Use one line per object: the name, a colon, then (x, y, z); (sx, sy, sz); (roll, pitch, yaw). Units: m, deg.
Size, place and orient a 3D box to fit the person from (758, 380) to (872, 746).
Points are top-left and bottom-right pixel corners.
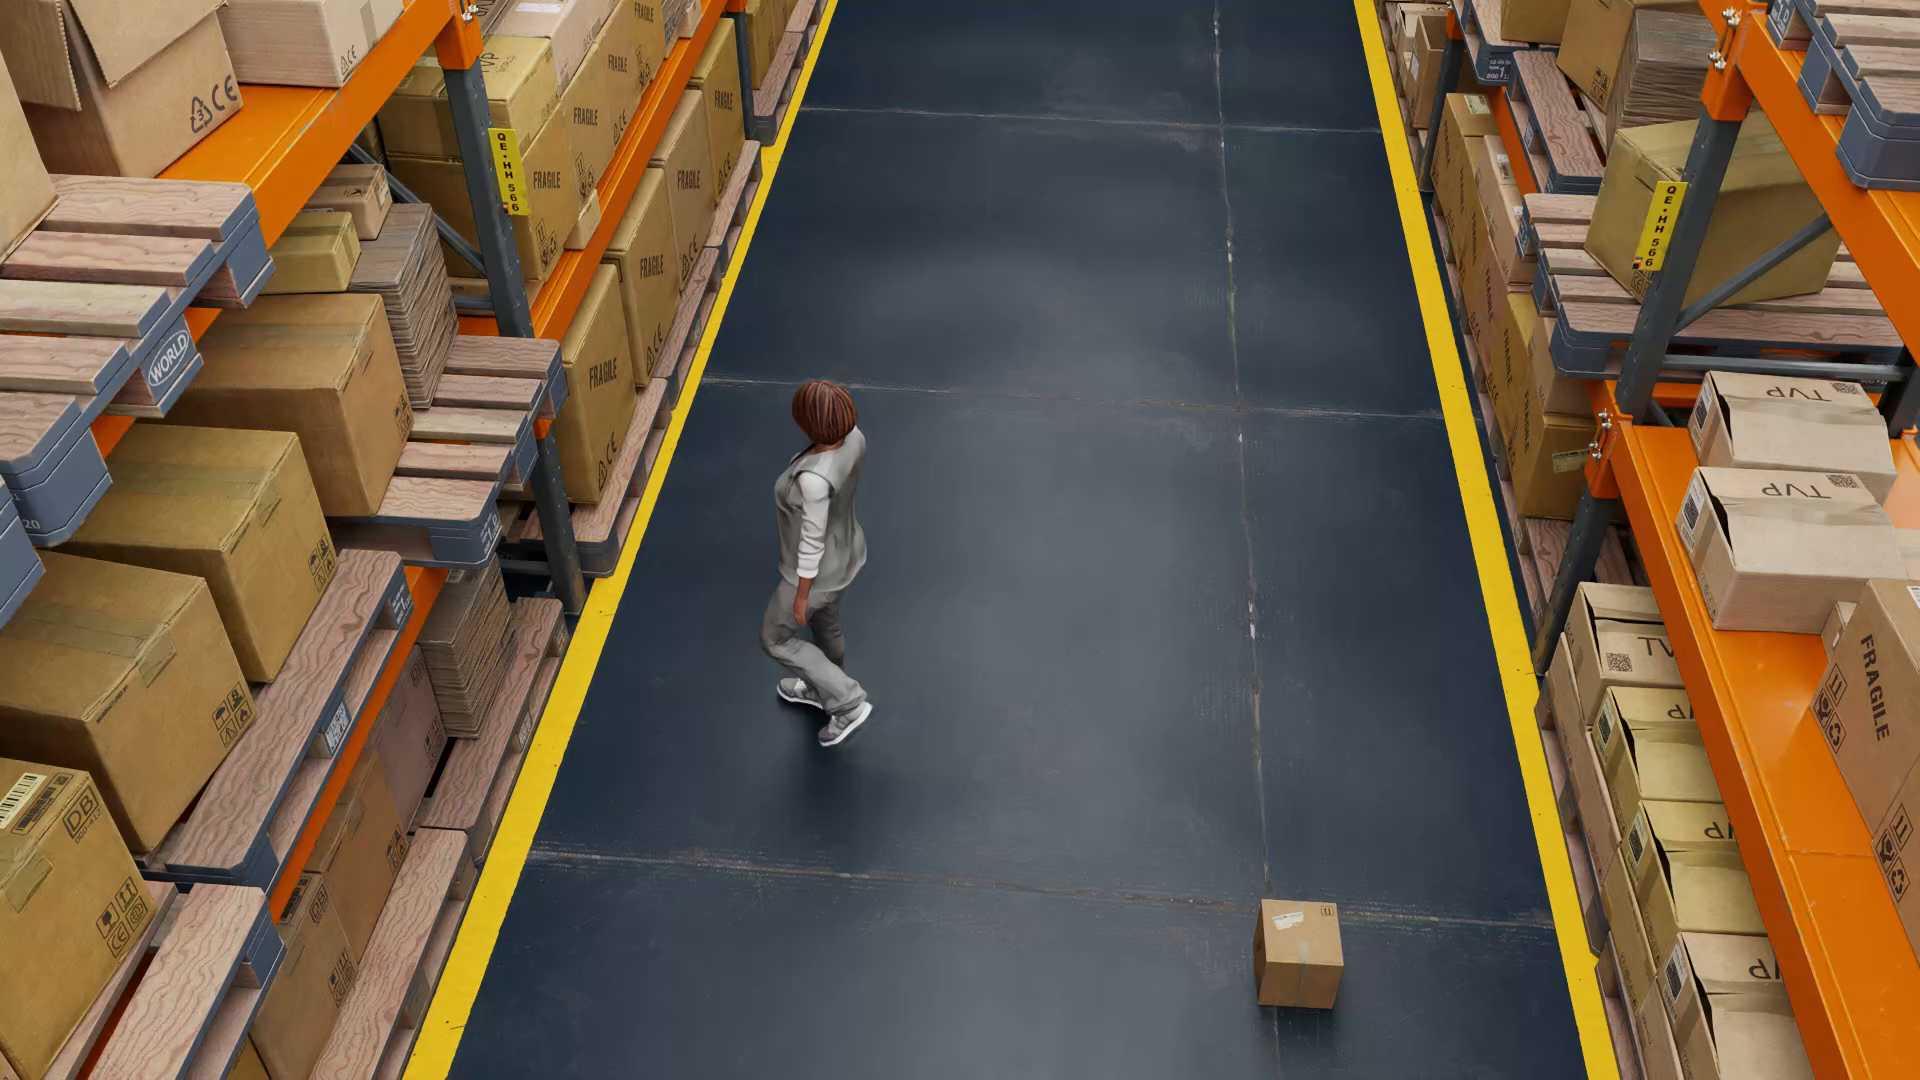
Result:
person: (-0.526, 0.084, 6.031); (0.475, 1.602, 0.452); (13, 42, 15)
